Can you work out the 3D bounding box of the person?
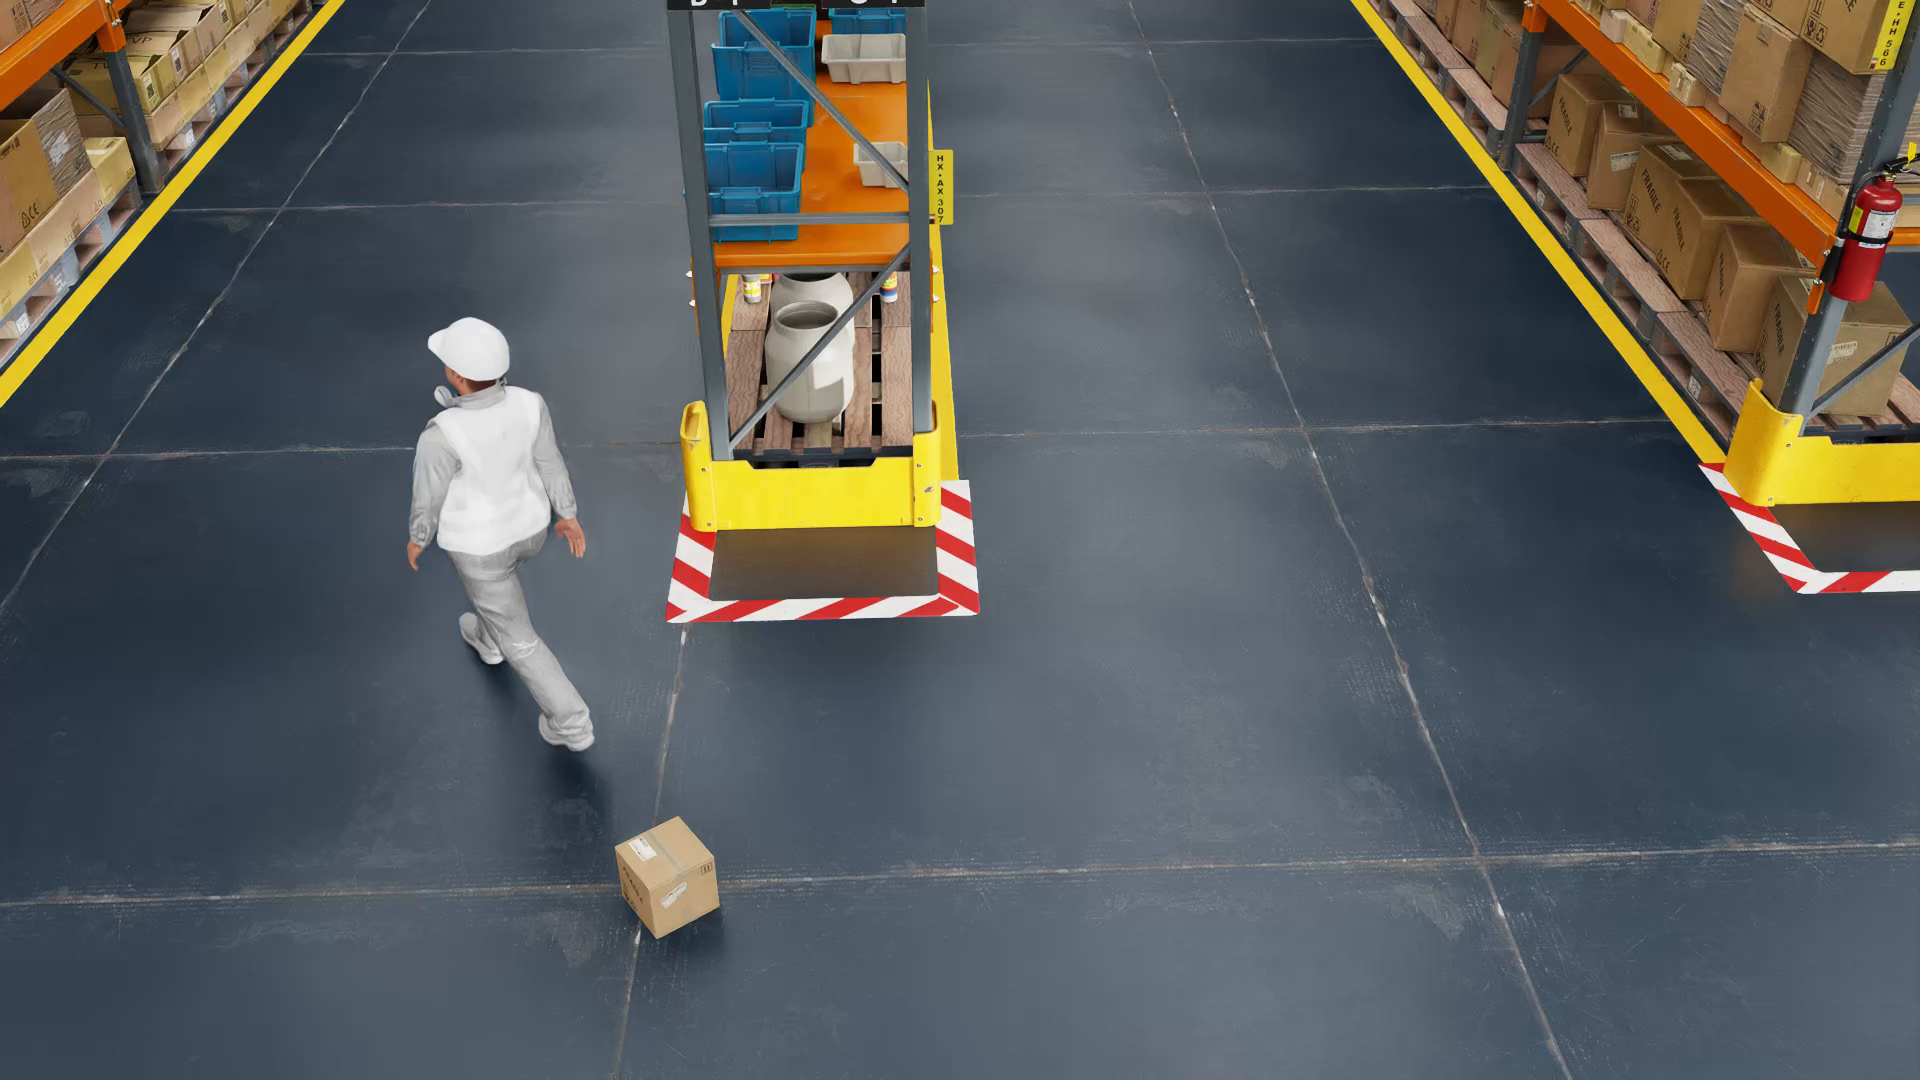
[{"bbox_3d":[-1.767,-0.062,6.225,1.067,1.723,0.562,23,41,30],"label":"person"}]
